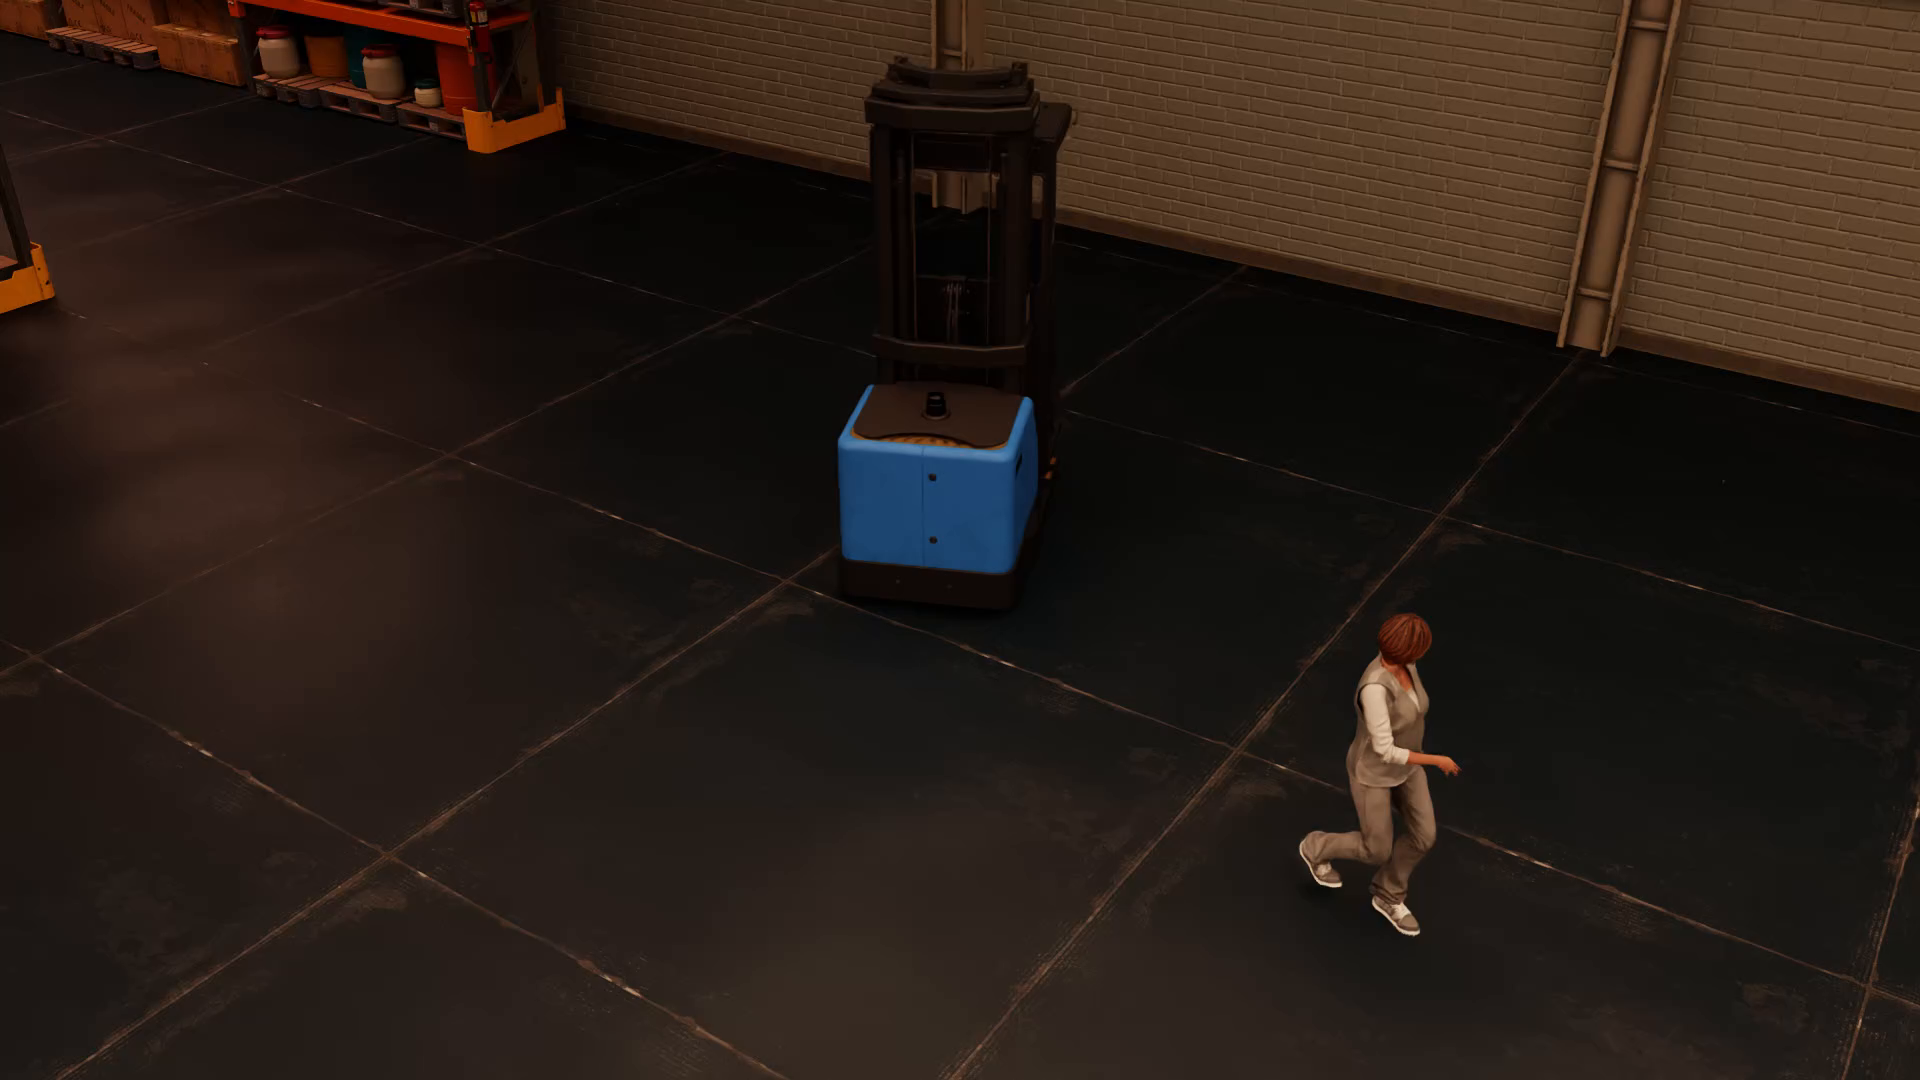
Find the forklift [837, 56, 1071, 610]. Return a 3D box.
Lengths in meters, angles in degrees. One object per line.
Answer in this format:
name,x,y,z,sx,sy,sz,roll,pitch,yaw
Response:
forklift,0.062,-1.584,10.310,1.130,2.935,3.031,5,31,9

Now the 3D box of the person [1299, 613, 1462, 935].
person,1.879,0.991,7.288,0.516,1.526,0.624,-22,37,-33
